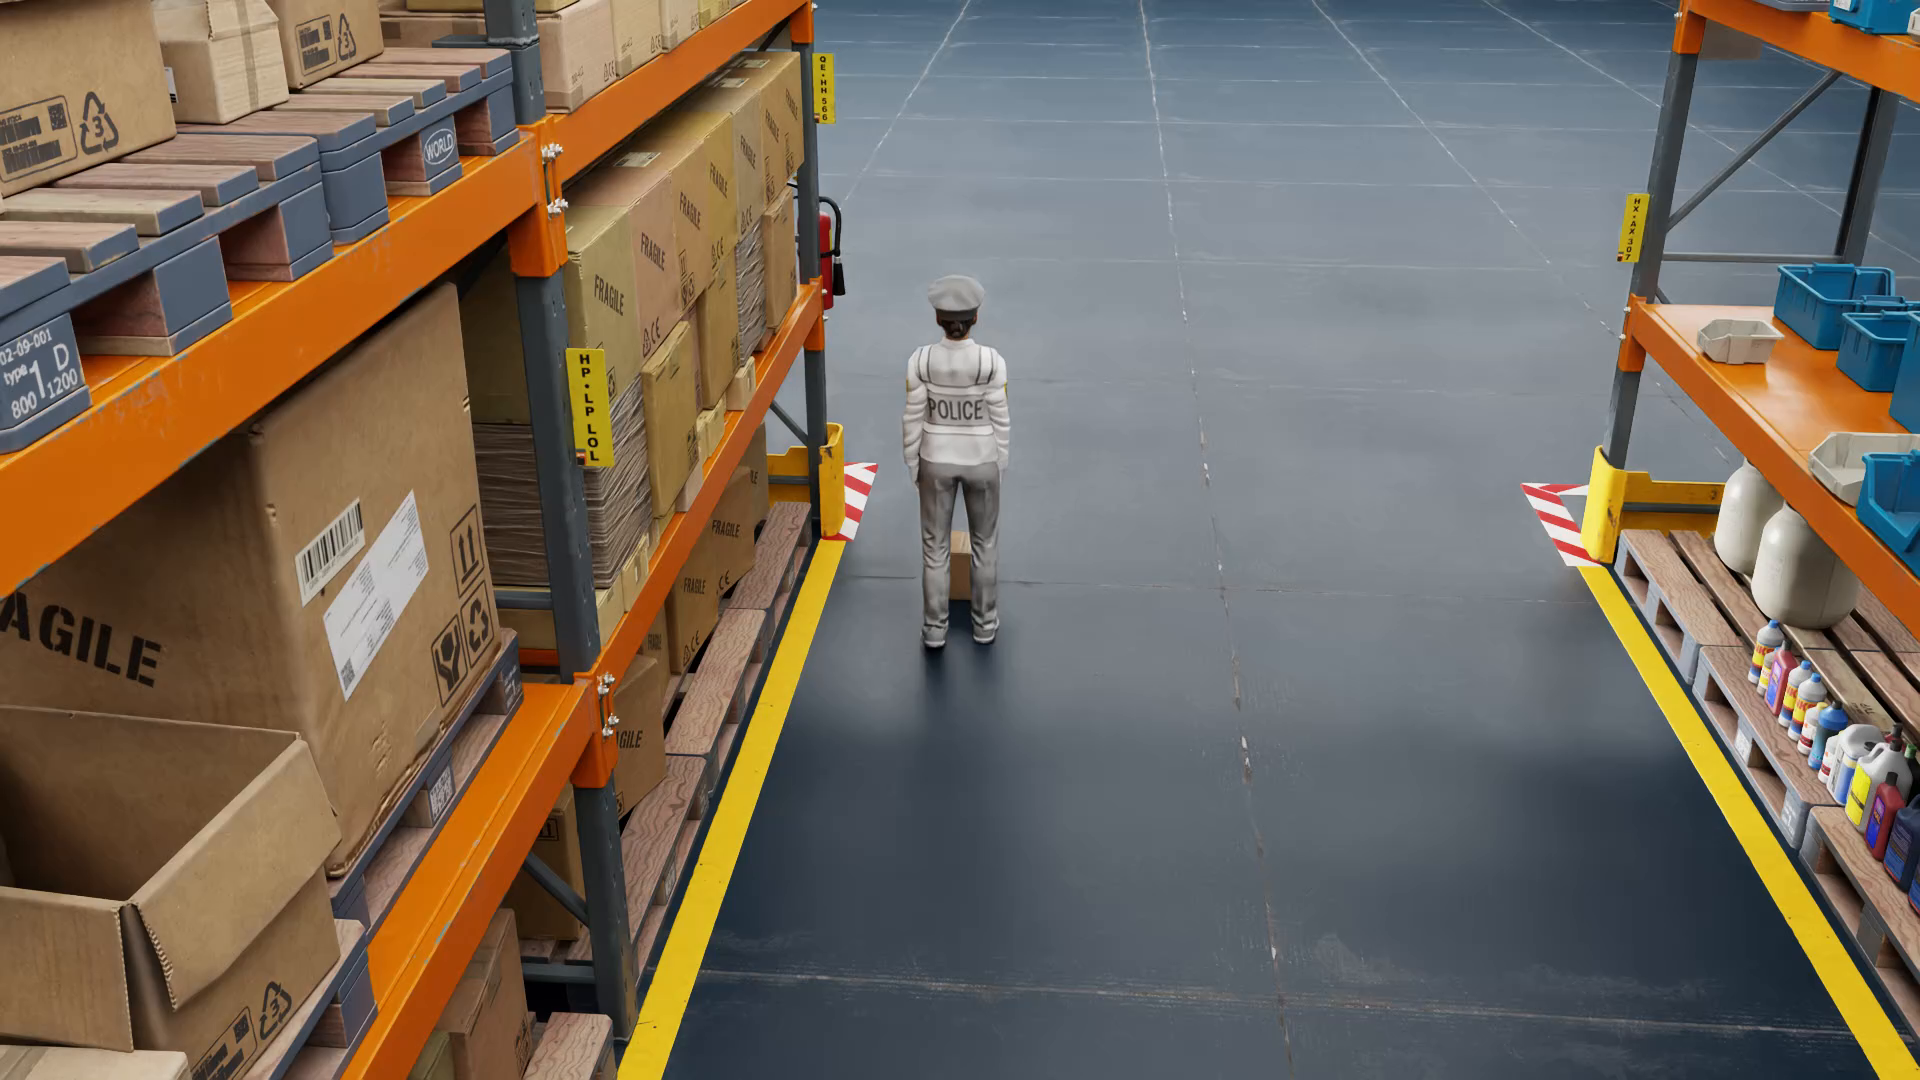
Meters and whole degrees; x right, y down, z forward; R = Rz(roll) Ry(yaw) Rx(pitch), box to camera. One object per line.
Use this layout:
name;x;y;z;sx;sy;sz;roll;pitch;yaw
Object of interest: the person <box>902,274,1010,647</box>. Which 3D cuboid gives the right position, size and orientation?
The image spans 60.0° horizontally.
person;-0.015;-0.321;7.305;0.465;1.700;0.359;2;25;4
